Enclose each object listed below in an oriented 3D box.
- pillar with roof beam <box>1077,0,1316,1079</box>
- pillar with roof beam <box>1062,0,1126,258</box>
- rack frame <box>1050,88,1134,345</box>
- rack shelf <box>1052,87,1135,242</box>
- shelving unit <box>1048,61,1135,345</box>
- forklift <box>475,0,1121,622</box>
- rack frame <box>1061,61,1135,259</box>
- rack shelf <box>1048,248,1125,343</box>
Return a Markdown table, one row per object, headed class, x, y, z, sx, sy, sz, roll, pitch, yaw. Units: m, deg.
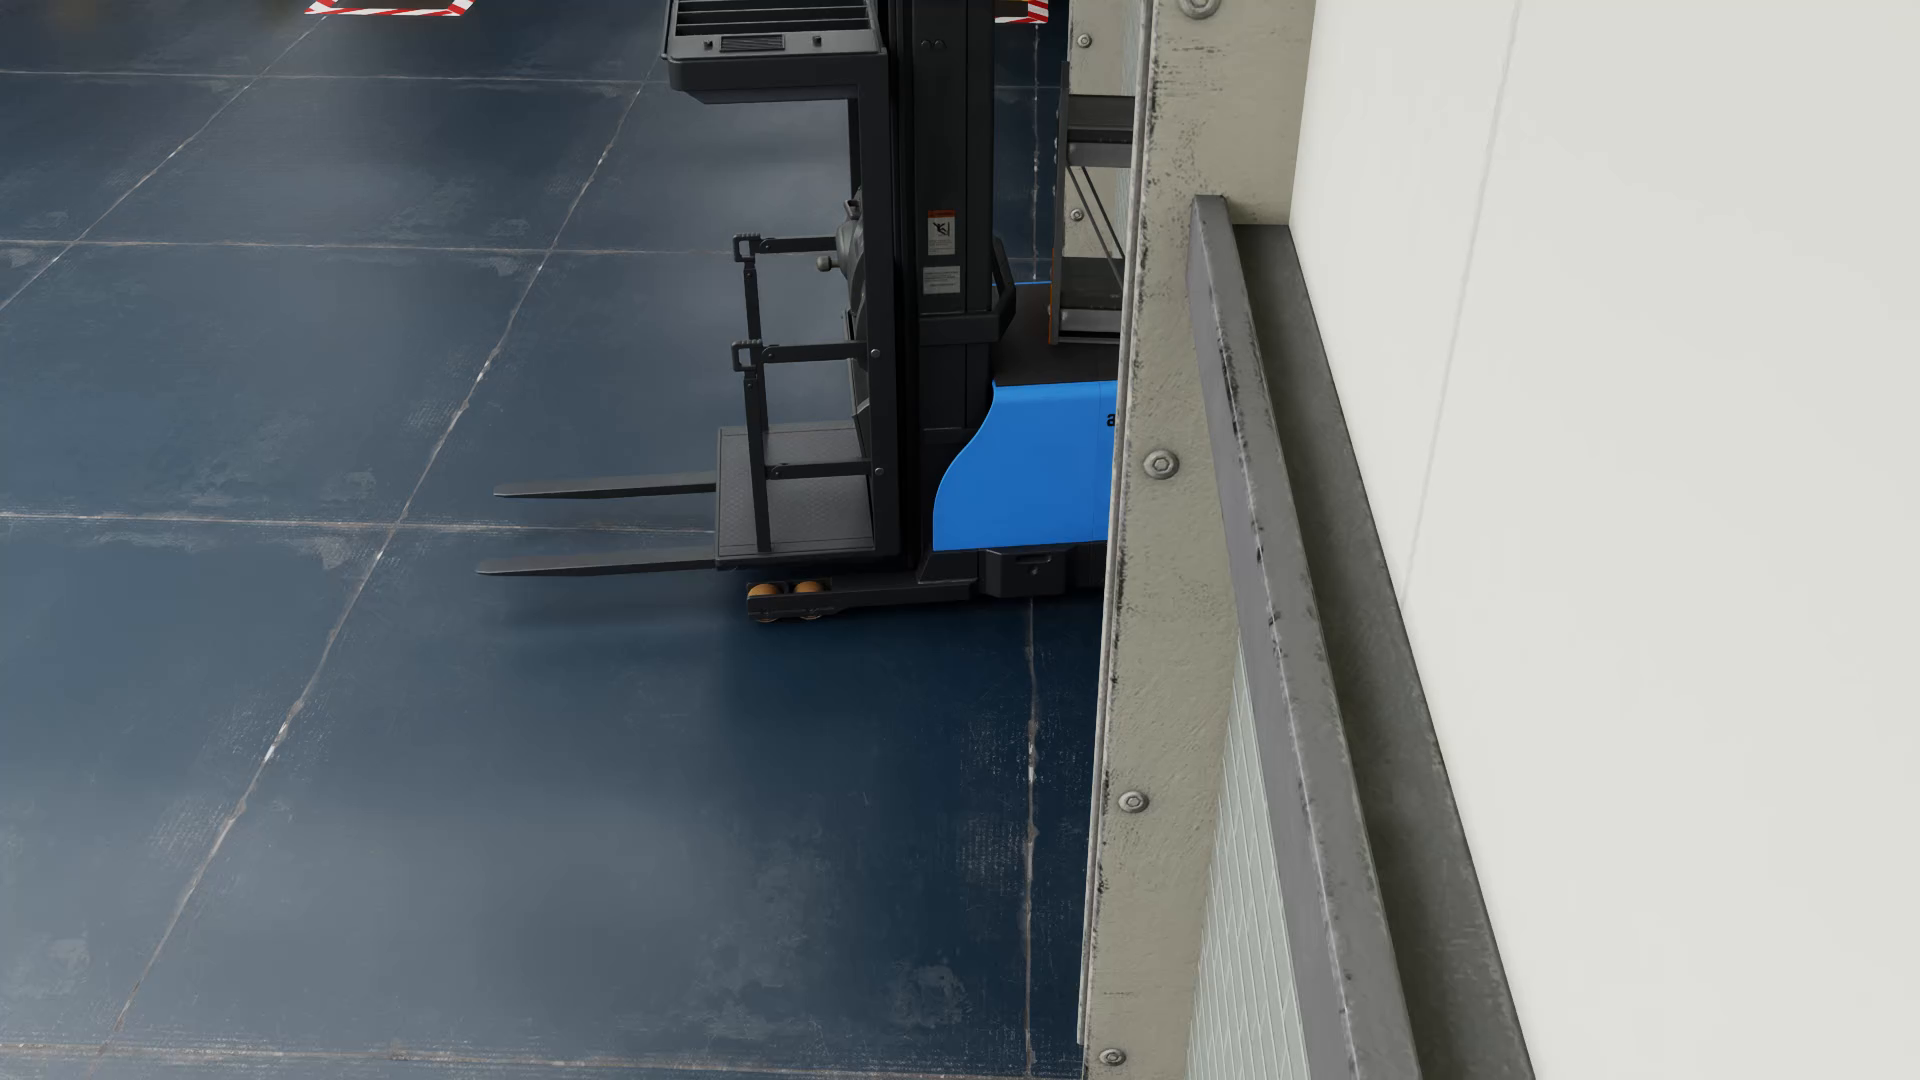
| class | x | y | z | sx | sy | sz | roll | pitch | yaw |
| --- | --- | --- | --- | --- | --- | --- | --- | --- | --- |
| pillar with roof beam | -3.771 | -2.054 | 2.847 | 9.100 | 9.000 | 0.400 | 1 | 35 | 2 |
| pillar with roof beam | -3.530 | -5.502 | 7.752 | 9.100 | 9.000 | 0.400 | 1 | 35 | 2 |
| rack frame | 0.579 | -0.833 | 6.992 | 0.400 | 2.100 | 0.015 | 2 | 28 | 3 |
| rack shelf | 0.603 | -1.553 | 6.882 | 0.431 | 0.518 | 0.480 | 2 | 28 | 3 |
| shelving unit | 0.594 | -0.948 | 7.206 | 0.431 | 2.100 | 0.503 | 2 | 28 | 3 |
| forklift | -0.619 | -1.161 | 6.853 | 3.031 | 2.935 | 1.130 | -4 | 35 | -5 |
| rack frame | 0.610 | -1.063 | 7.421 | 0.400 | 2.100 | 0.015 | 2 | 28 | 3 |
| rack shelf | 0.594 | -0.936 | 7.213 | 0.431 | 0.518 | 0.480 | 2 | 28 | 3 |
